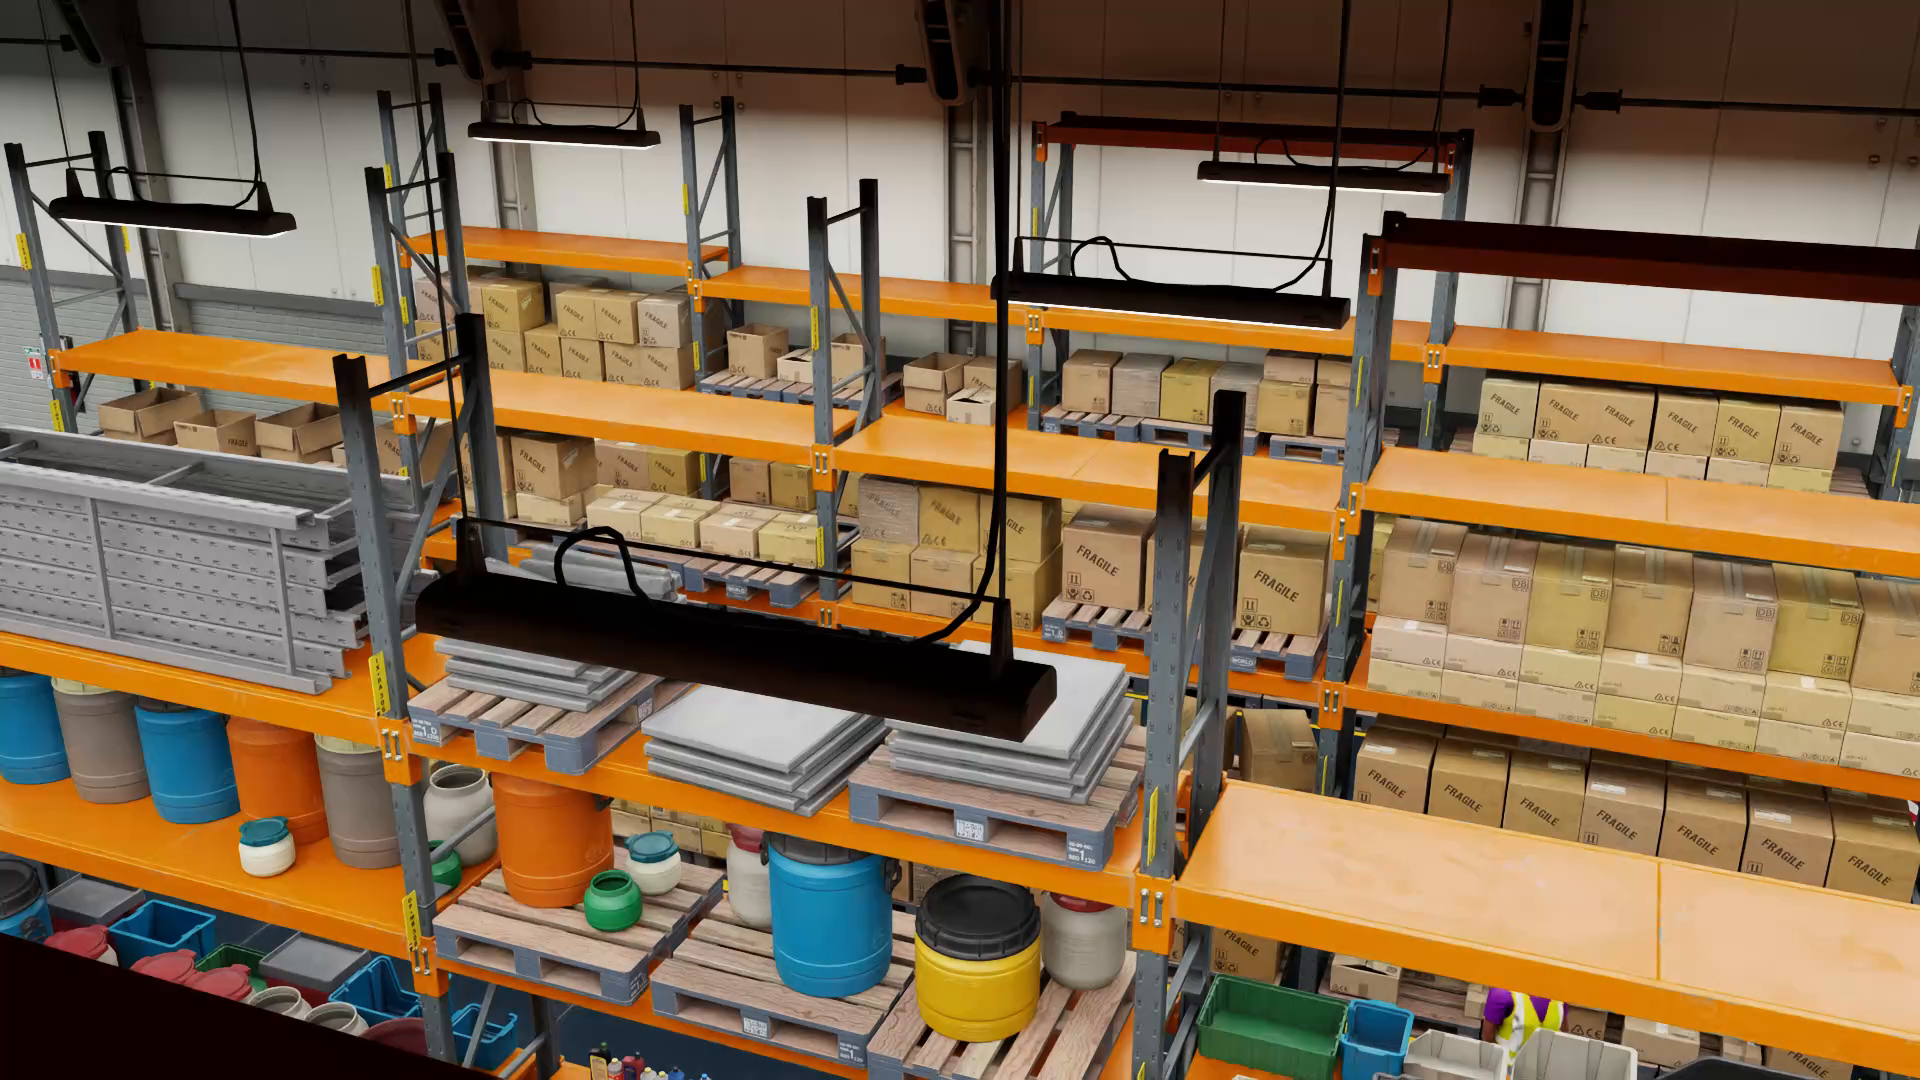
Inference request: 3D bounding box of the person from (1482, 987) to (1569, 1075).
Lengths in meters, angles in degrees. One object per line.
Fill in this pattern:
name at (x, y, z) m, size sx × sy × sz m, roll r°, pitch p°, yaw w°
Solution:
person at (3.705, 3.386, 10.966) m, size 0.621 × 1.762 × 0.453 m, roll -4°, pitch 21°, yaw -11°
